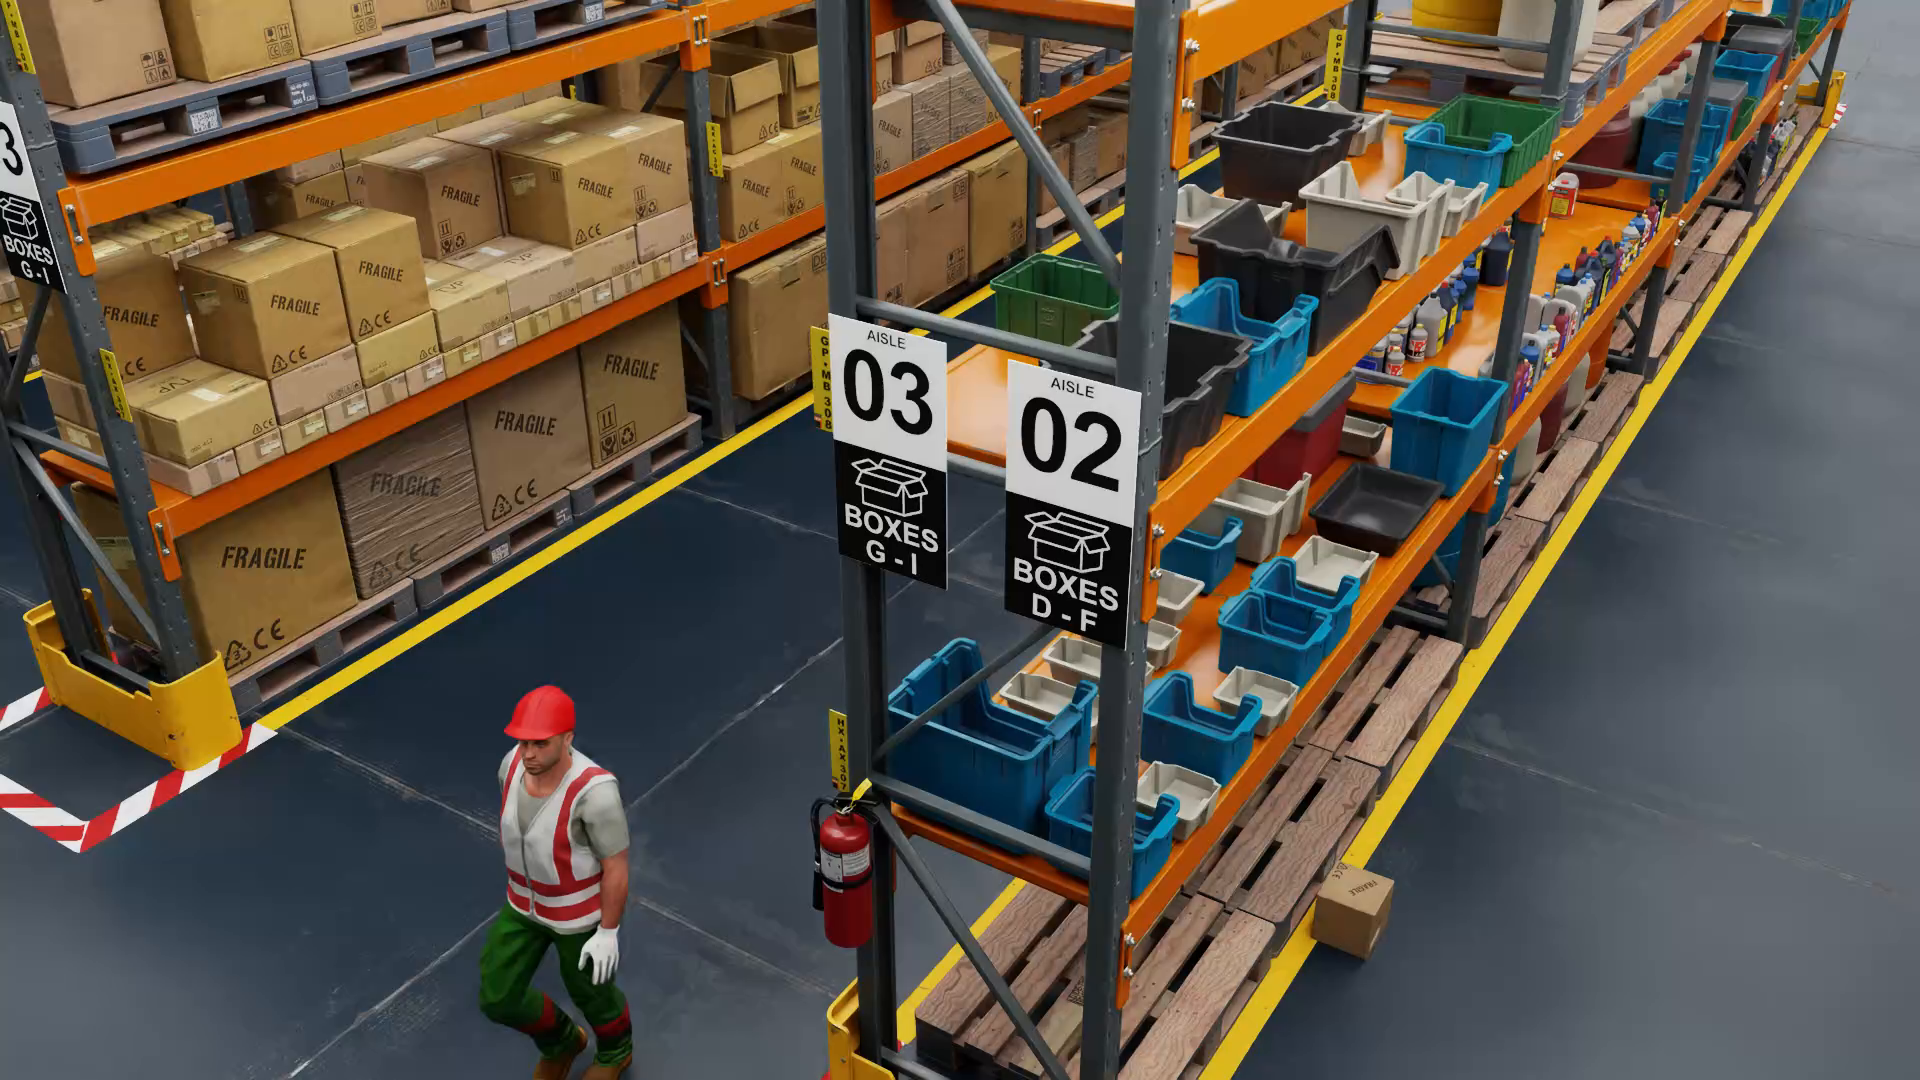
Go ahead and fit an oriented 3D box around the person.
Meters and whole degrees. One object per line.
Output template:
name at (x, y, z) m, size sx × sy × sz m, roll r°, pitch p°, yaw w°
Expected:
person at (-1.431, 1.326, 5.852) m, size 0.608 × 1.801 × 0.485 m, roll 15°, pitch 33°, yaw 24°
